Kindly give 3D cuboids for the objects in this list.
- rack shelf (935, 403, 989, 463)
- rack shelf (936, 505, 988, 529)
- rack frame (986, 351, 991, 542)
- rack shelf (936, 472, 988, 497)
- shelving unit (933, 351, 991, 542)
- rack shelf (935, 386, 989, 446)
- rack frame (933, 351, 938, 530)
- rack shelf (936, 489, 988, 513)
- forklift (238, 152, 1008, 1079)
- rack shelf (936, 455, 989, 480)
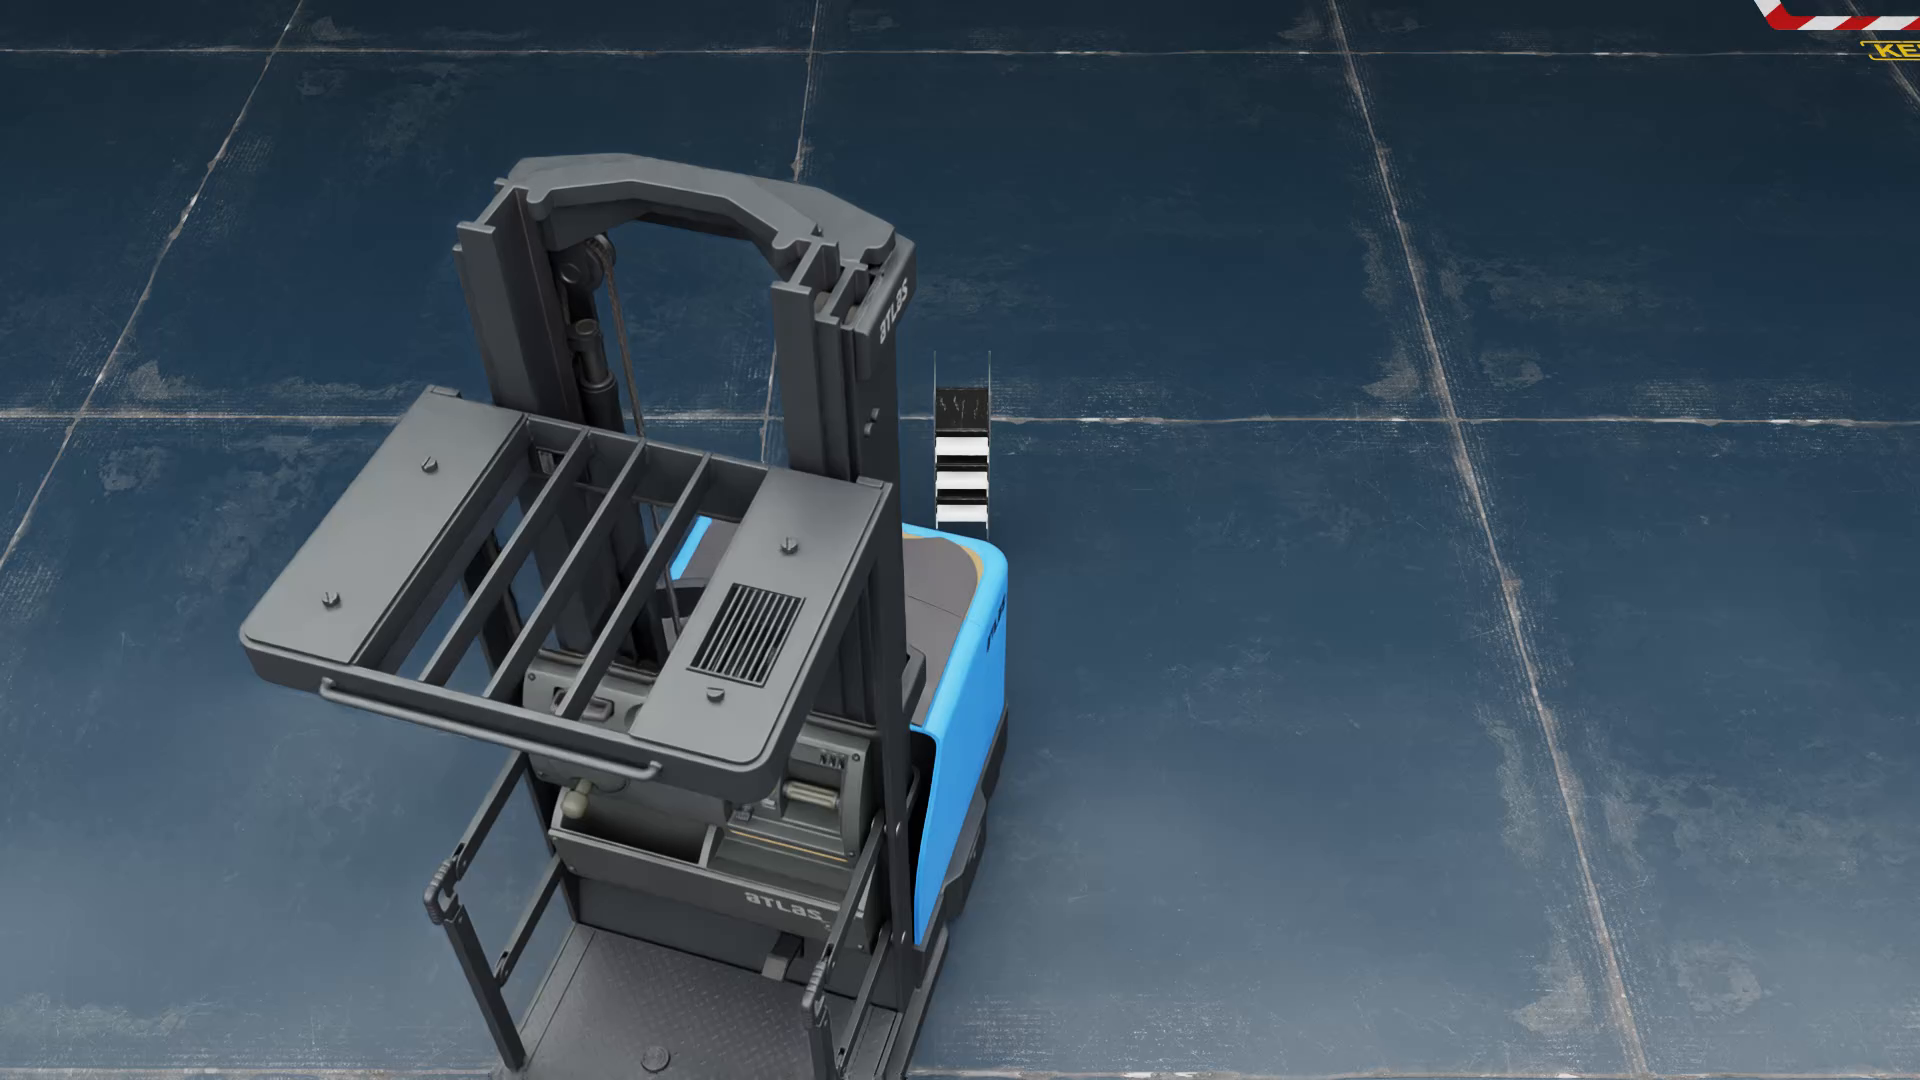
[{"bbox_3d":[0.008,-0.406,6.313,0.200,0.077,0.258,0,47,0],"label":"rack shelf"},{"bbox_3d":[0.008,-0.161,6.577,0.200,0.077,0.258,0,47,0],"label":"rack shelf"},{"bbox_3d":[0.110,-0.306,6.420,0.006,0.900,0.240,0,47,0],"label":"rack frame"},{"bbox_3d":[0.008,-0.284,6.445,0.200,0.077,0.258,0,47,0],"label":"rack shelf"},{"bbox_3d":[0.008,-0.307,6.421,0.210,0.900,0.258,0,47,0],"label":"shelving unit"},{"bbox_3d":[0.008,-0.468,6.247,0.200,0.077,0.258,0,47,0],"label":"rack shelf"},{"bbox_3d":[-0.094,-0.307,6.421,0.006,0.900,0.240,0,47,0],"label":"rack frame"},{"bbox_3d":[0.008,-0.223,6.511,0.200,0.077,0.258,0,47,0],"label":"rack shelf"},{"bbox_3d":[-0.744,0.682,4.113,1.130,2.935,3.031,12,48,11],"label":"forklift"},{"bbox_3d":[0.008,-0.345,6.379,0.200,0.077,0.258,0,47,0],"label":"rack shelf"}]
